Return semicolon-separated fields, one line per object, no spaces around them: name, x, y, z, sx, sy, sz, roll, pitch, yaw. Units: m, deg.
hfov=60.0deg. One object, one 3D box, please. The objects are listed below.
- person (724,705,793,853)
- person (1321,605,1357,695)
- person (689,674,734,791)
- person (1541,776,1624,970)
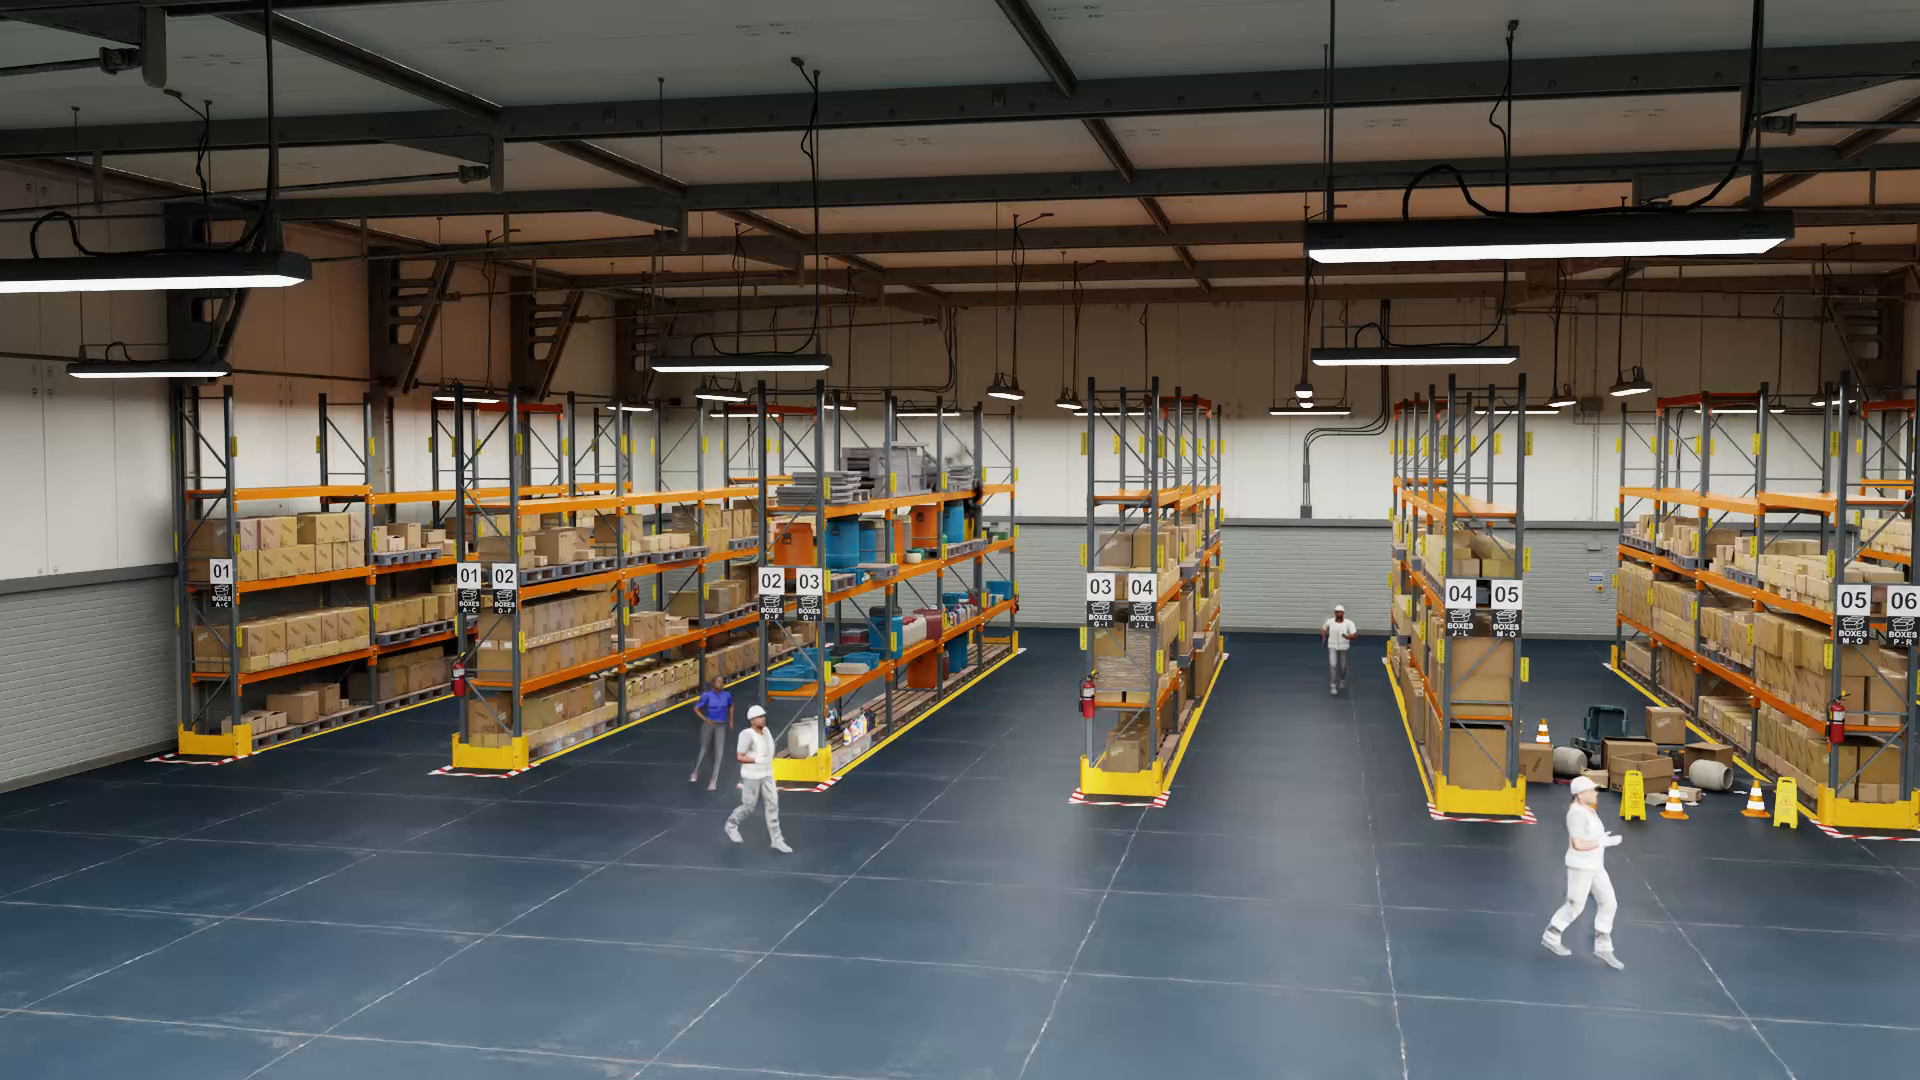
person;-2.519;2.933;20.542;0.993;1.788;0.682;2;4;35
person;7.683;2.200;33.739;0.704;1.763;0.963;1;3;15
person;-3.632;2.827;24.540;0.668;1.668;0.762;-1;3;-20
person;6.019;3.193;16.052;0.765;1.832;0.632;3;4;40
